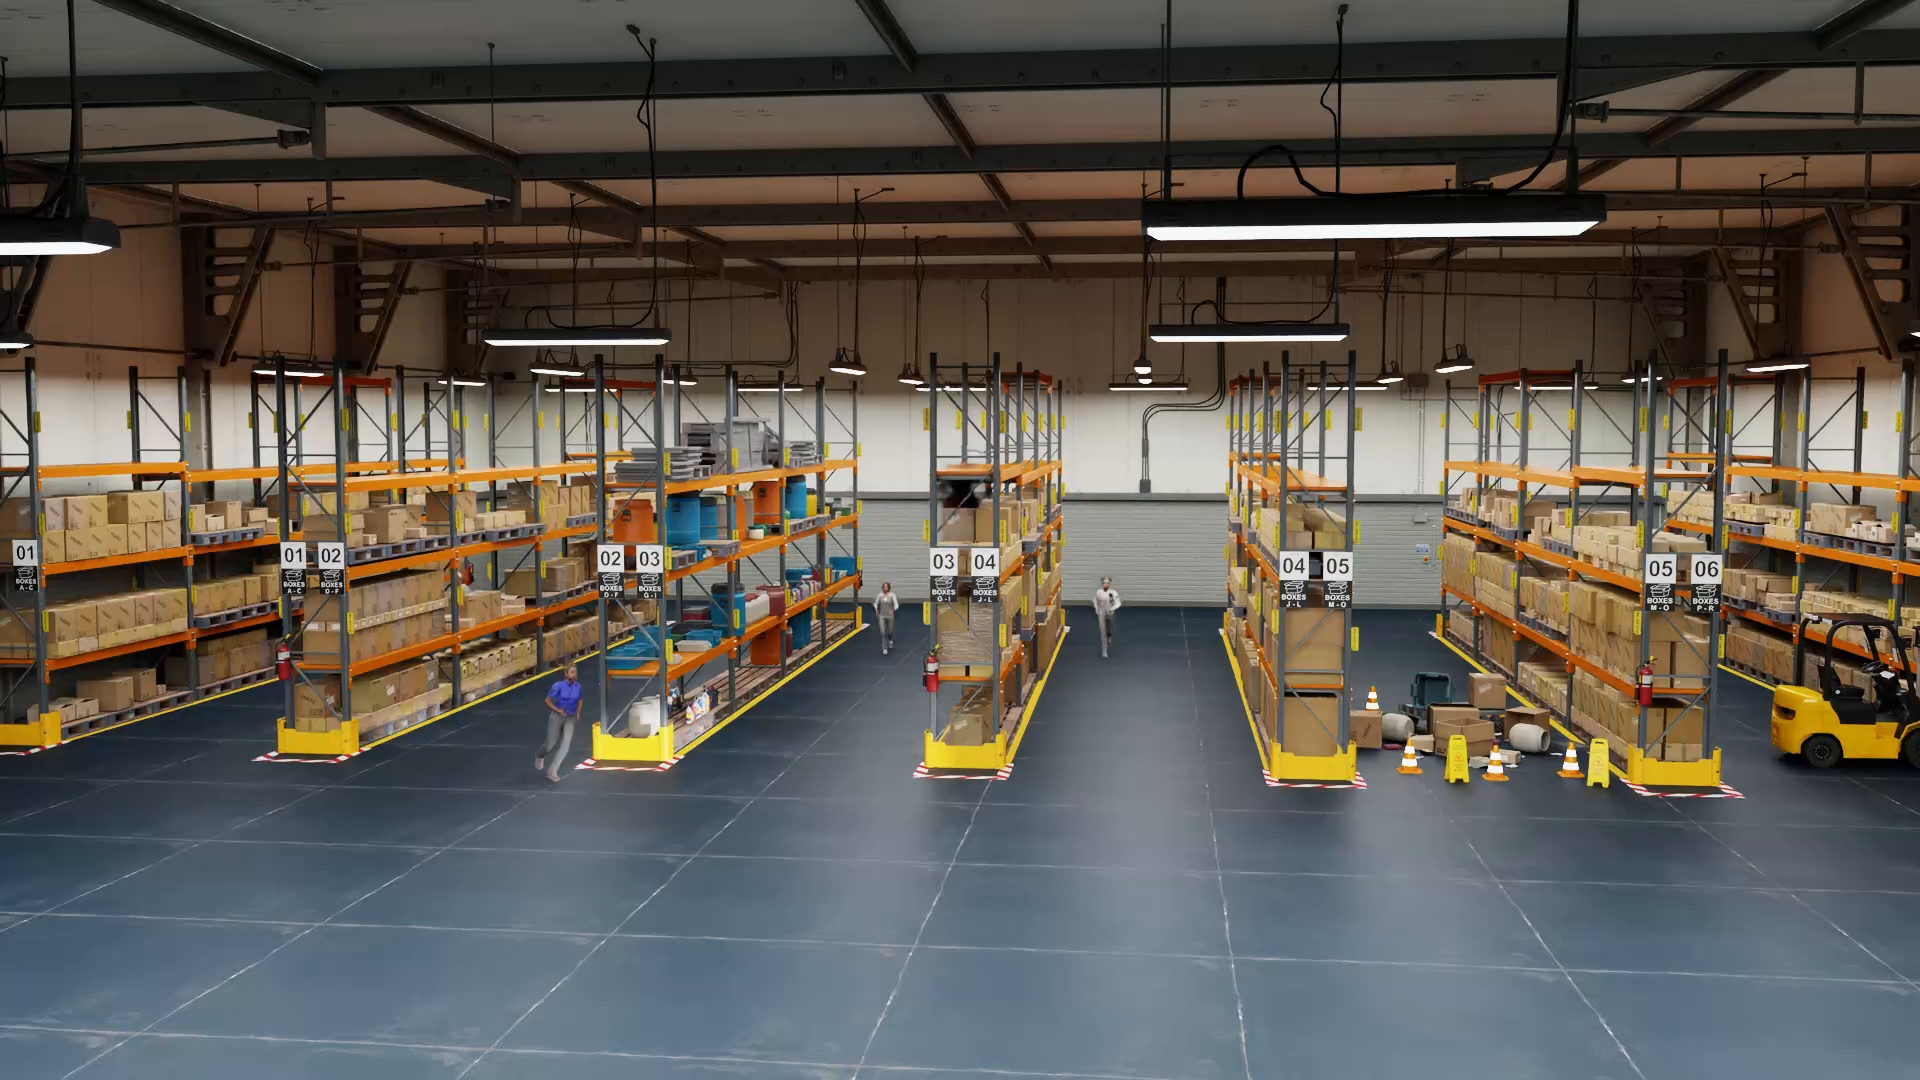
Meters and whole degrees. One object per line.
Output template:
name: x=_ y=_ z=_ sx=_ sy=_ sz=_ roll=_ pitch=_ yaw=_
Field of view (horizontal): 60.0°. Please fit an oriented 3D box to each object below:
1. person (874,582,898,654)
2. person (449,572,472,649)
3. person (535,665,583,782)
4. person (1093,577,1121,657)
person: x=-1.609 y=1.683 z=36.034 sx=0.539 sy=1.541 sz=0.622 roll=0 pitch=4 yaw=2
person: x=-10.711 y=1.581 z=35.657 sx=0.634 sy=1.803 sz=0.929 roll=1 pitch=4 yaw=8
person: x=-5.625 y=2.554 z=23.559 sx=0.633 sy=1.594 sz=0.790 roll=-3 pitch=5 yaw=-34
person: x=3.174 y=1.639 z=35.939 sx=0.584 sy=1.709 sz=1.085 roll=0 pitch=4 yaw=3
